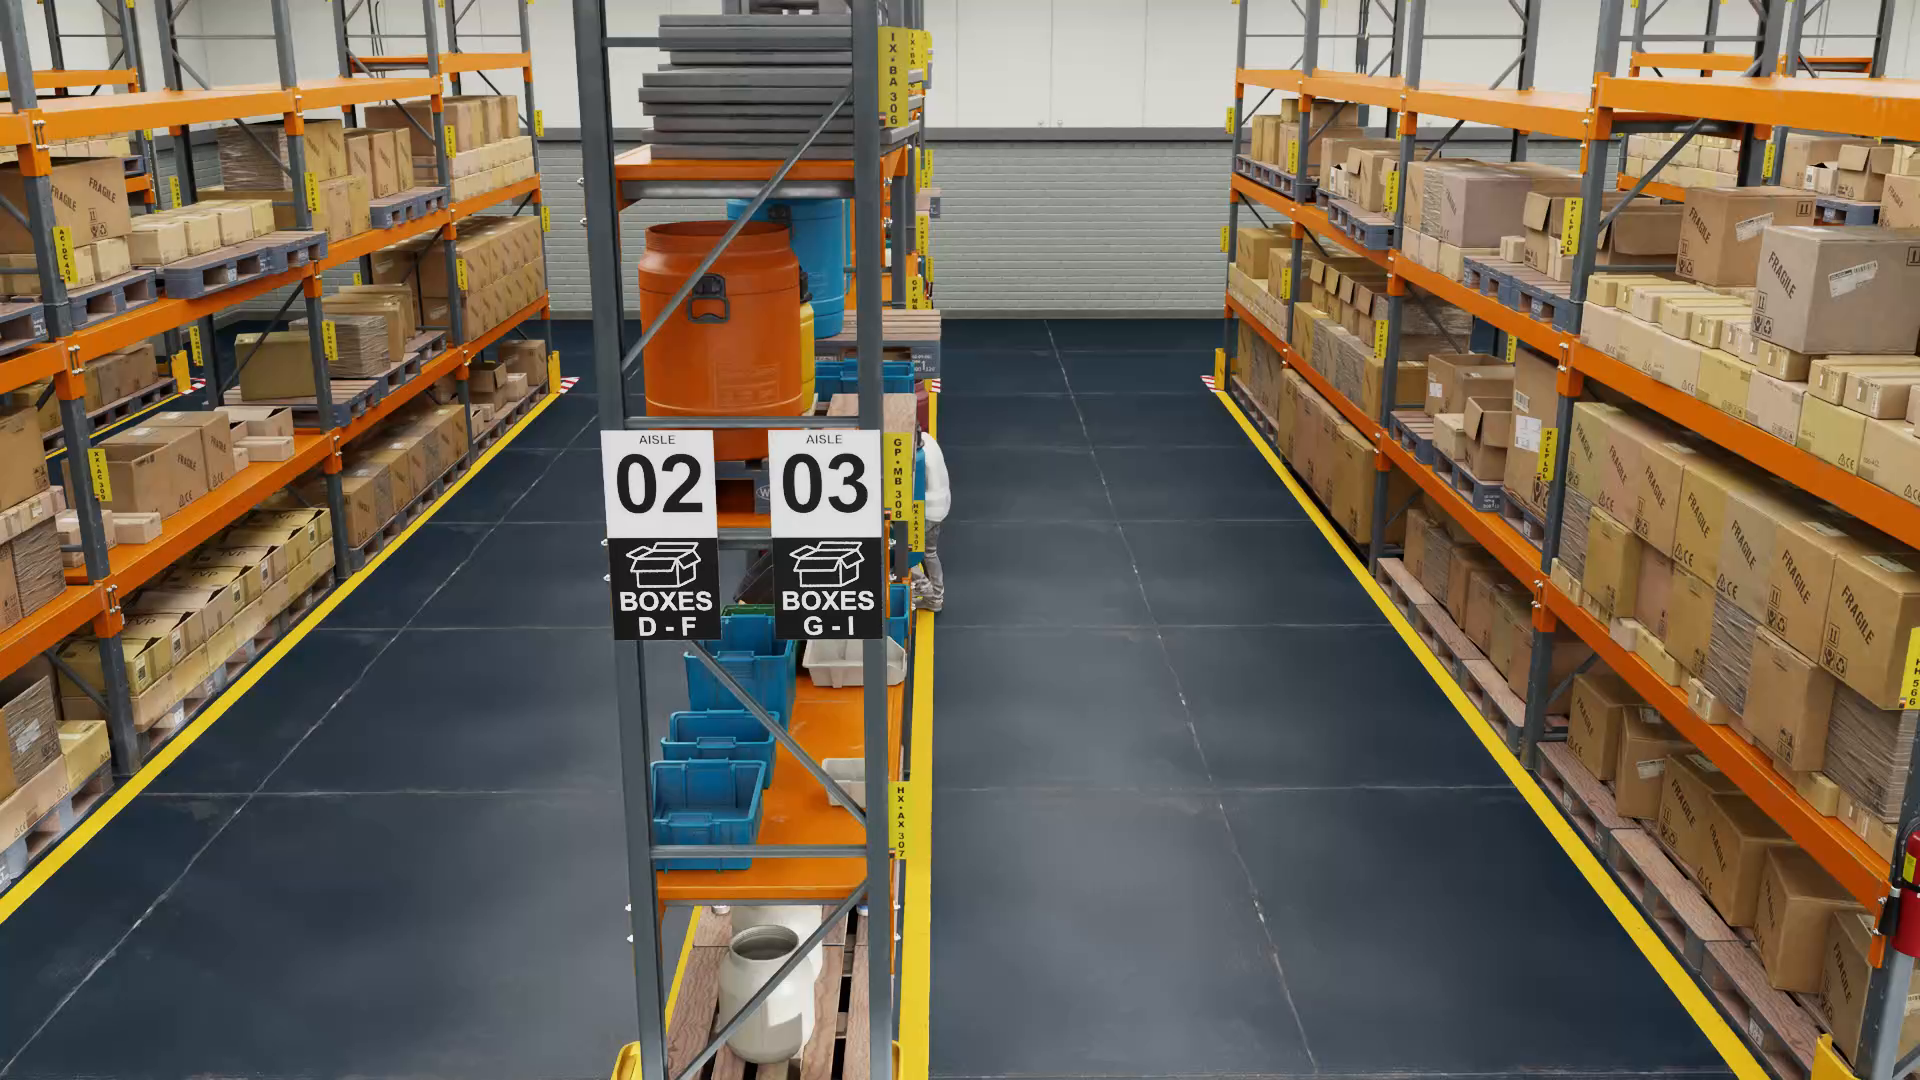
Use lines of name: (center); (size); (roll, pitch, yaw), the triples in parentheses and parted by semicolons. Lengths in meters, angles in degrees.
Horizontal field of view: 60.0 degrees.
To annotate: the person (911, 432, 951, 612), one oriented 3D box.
person: (-0.354, -0.220, 13.288); (0.541, 1.751, 0.616); (5, 18, 15)
